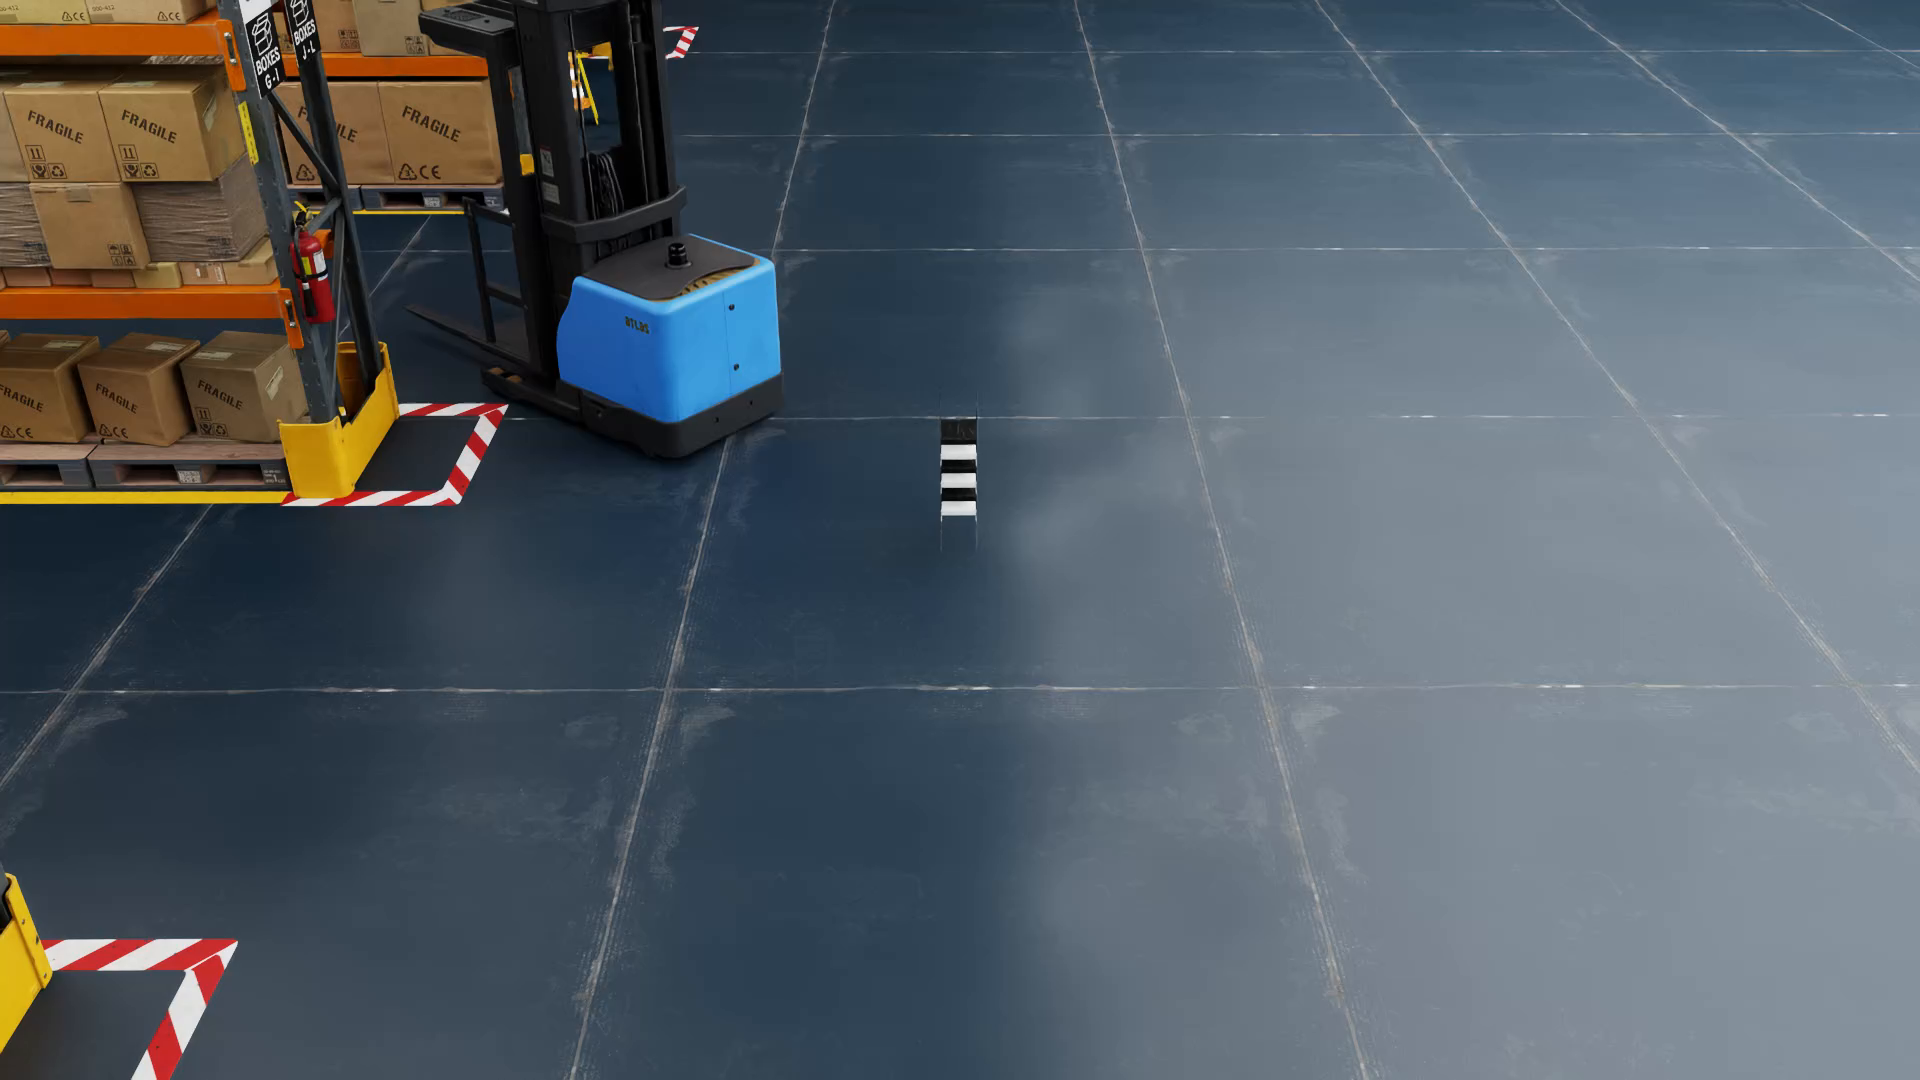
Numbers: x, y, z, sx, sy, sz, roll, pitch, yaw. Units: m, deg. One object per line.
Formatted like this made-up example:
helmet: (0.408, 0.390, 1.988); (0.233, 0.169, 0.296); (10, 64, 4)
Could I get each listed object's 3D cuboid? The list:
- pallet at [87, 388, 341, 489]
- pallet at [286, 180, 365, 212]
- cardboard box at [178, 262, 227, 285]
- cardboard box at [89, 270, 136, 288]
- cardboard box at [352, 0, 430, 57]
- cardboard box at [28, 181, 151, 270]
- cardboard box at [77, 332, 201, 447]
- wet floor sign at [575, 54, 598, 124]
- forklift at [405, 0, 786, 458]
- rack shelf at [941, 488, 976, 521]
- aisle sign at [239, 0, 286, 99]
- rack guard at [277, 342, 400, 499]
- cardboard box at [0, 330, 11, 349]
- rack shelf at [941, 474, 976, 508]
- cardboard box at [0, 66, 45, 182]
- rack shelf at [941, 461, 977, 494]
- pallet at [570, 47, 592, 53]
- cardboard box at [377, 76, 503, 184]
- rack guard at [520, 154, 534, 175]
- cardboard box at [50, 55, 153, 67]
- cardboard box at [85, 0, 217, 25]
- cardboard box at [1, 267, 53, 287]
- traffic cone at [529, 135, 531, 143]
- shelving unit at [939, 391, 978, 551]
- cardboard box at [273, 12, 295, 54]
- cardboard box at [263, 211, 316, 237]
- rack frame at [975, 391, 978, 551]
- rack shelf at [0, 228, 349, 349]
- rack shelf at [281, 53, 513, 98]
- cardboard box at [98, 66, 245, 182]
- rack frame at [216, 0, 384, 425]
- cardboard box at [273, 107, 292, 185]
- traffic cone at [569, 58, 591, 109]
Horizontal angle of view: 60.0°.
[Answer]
pallet: (-4.687, -0.661, 10.524); (1.213, 0.211, 1.003); (0, 31, 0)
pallet: (-5.743, -3.173, 14.665); (1.213, 0.211, 1.003); (0, 31, 0)
cardboard box: (-4.332, -1.621, 9.662); (0.250, 0.149, 0.380); (0, 31, 0)
cardboard box: (-4.832, -1.601, 9.628); (0.250, 0.149, 0.380); (0, 31, 0)
cardboard box: (-4.648, -4.437, 13.915); (0.550, 0.550, 0.875); (0, 31, 0)
cardboard box: (-4.848, -1.956, 9.588); (0.500, 0.500, 0.875); (0, 31, 0)
cardboard box: (-5.020, -0.935, 10.294); (0.500, 0.500, 0.500); (8, 32, 13)
wet floor sign: (-3.710, -4.431, 16.320); (0.232, 0.644, 0.267); (-5, 32, -9)
forklift: (-2.617, -2.383, 10.742); (3.031, 2.935, 1.130); (23, 38, 33)
rack shelf: (-0.008, -0.202, 9.516); (0.200, 0.077, 0.258); (0, 31, 0)
aisle sign: (-3.734, -2.793, 8.845); (0.004, 0.787, 0.394); (0, 31, 0)
rack guard: (-3.874, -0.768, 10.423); (0.348, 0.500, 1.175); (0, 31, 0)
cardboard box: (-6.205, -0.964, 10.342); (0.500, 0.500, 0.500); (-3, 31, -5)
rack shelf: (-0.008, -0.279, 9.470); (0.200, 0.077, 0.258); (0, 31, 0)
cardboard box: (-5.347, -2.300, 9.191); (0.500, 0.500, 0.500); (0, 31, 0)
rack shelf: (-0.008, -0.356, 9.423); (0.200, 0.077, 0.258); (0, 31, 0)
pallet: (-4.746, -5.801, 18.997); (1.213, 0.211, 1.003); (0, 31, 0)
cardboard box: (-4.405, -3.645, 14.399); (0.875, 0.875, 0.875); (0, 31, 0)
rack guard: (-3.703, -3.342, 14.665); (0.348, 0.500, 1.175); (0, 31, 0)
cardboard box: (-4.850, -2.576, 9.646); (0.500, 0.500, 0.500); (0, 31, 0)
cardboard box: (-4.279, -2.922, 8.817); (0.500, 0.250, 0.500); (1, 31, 1)
cardboard box: (-5.332, -1.609, 9.642); (0.250, 0.149, 0.380); (0, 31, 0)
traffic cone: (-4.267, -4.061, 15.886); (0.334, 0.463, 0.336); (0, 31, 0)
shelving unit: (-0.008, -0.385, 9.406); (0.210, 0.900, 0.258); (0, 31, 0)
cardboard box: (-5.738, -4.477, 13.982); (0.500, 0.550, 0.875); (0, 31, 0)
cardboard box: (-4.085, -1.853, 10.043); (0.250, 0.149, 0.380); (0, 31, 0)
rack frame: (0.094, -0.385, 9.406); (0.006, 0.900, 0.240); (0, 31, 0)
rack shelf: (-5.798, -1.523, 9.952); (4.000, 0.370, 1.077); (0, 31, 0)
rack shelf: (-5.727, -4.096, 14.193); (4.000, 0.370, 1.077); (0, 31, 0)
cardboard box: (-4.347, -2.305, 9.199); (0.500, 0.500, 0.500); (0, 31, 0)
rack frame: (-3.798, -1.837, 9.775); (0.127, 3.000, 1.000); (0, 31, 0)
cardboard box: (-6.196, -3.639, 14.389); (0.875, 0.875, 0.875); (0, 31, 0)
traffic cone: (-3.933, -4.648, 16.853); (0.334, 0.463, 0.336); (0, 31, 0)
